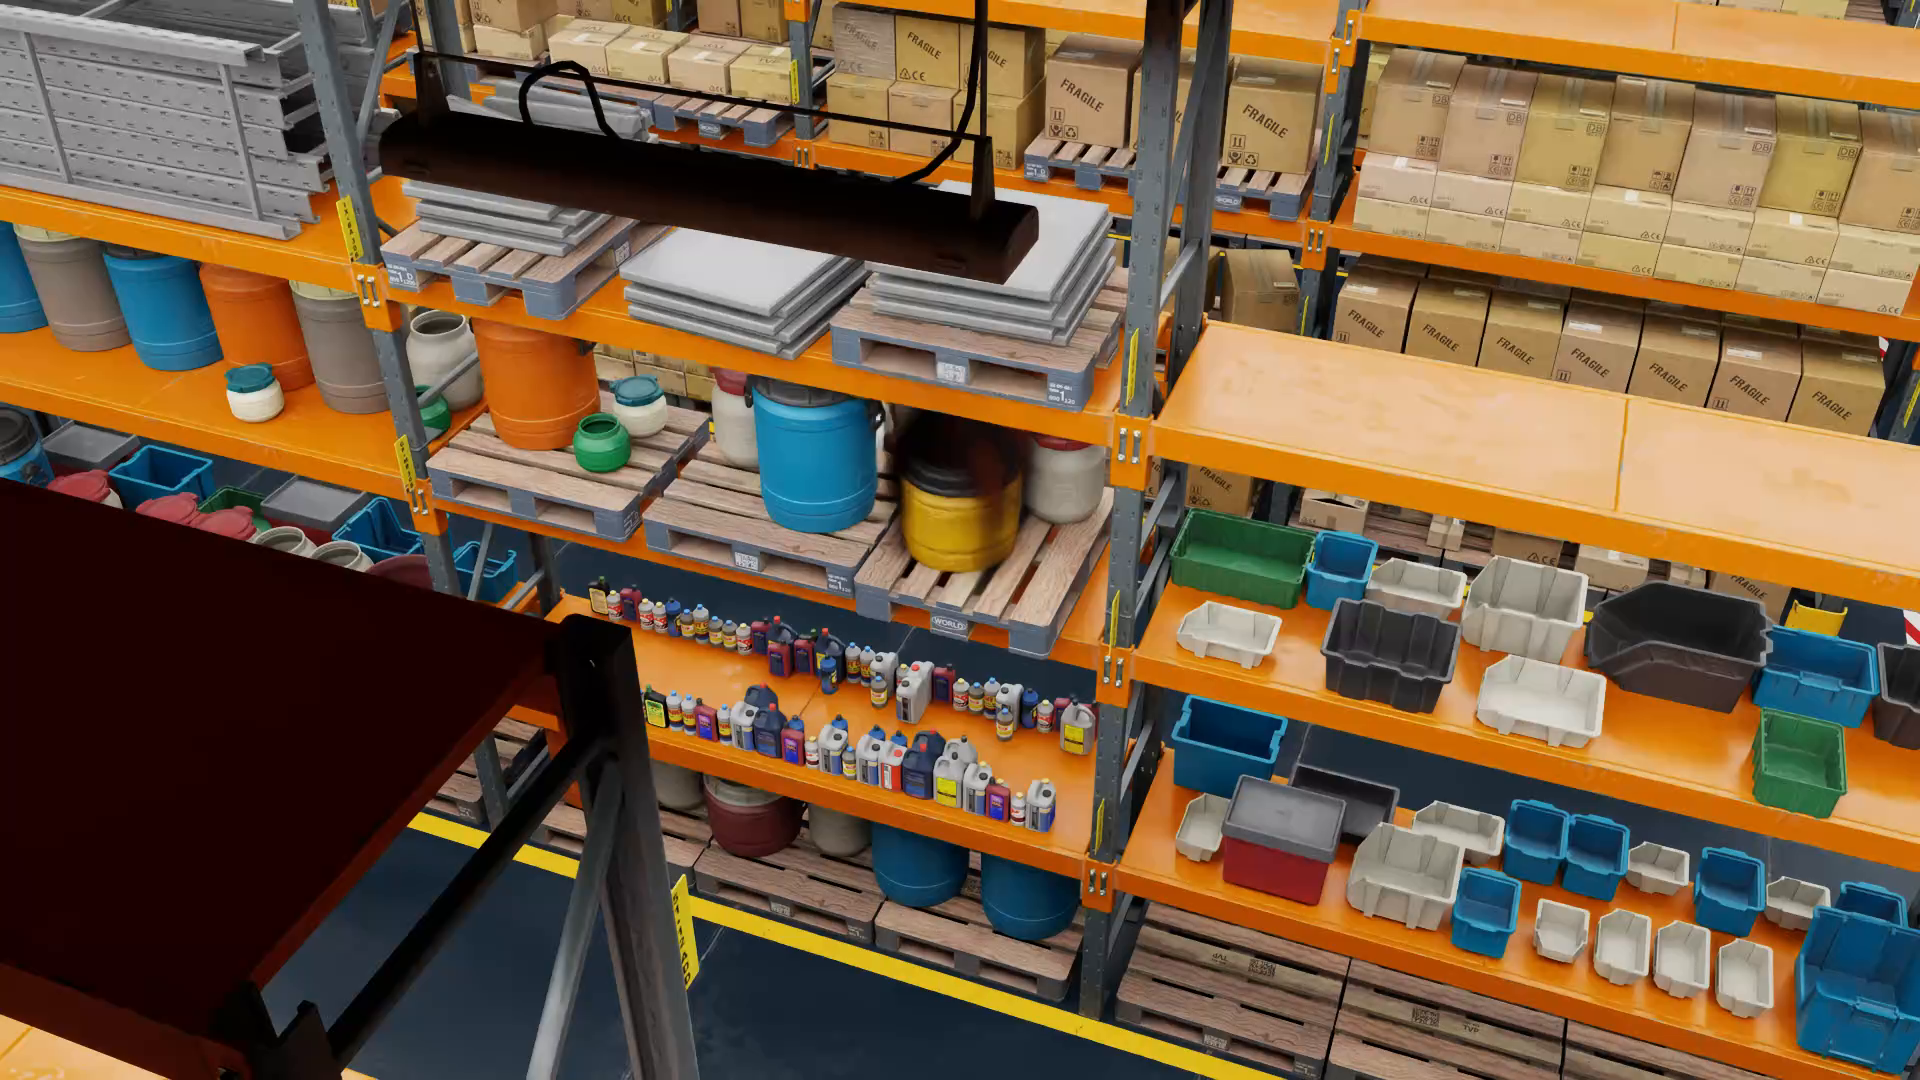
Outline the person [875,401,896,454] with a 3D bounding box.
[{"bbox_3d":[-0.750,-0.419,12.256,0.670,1.835,0.626,-18,40,-23],"label":"person"}]
